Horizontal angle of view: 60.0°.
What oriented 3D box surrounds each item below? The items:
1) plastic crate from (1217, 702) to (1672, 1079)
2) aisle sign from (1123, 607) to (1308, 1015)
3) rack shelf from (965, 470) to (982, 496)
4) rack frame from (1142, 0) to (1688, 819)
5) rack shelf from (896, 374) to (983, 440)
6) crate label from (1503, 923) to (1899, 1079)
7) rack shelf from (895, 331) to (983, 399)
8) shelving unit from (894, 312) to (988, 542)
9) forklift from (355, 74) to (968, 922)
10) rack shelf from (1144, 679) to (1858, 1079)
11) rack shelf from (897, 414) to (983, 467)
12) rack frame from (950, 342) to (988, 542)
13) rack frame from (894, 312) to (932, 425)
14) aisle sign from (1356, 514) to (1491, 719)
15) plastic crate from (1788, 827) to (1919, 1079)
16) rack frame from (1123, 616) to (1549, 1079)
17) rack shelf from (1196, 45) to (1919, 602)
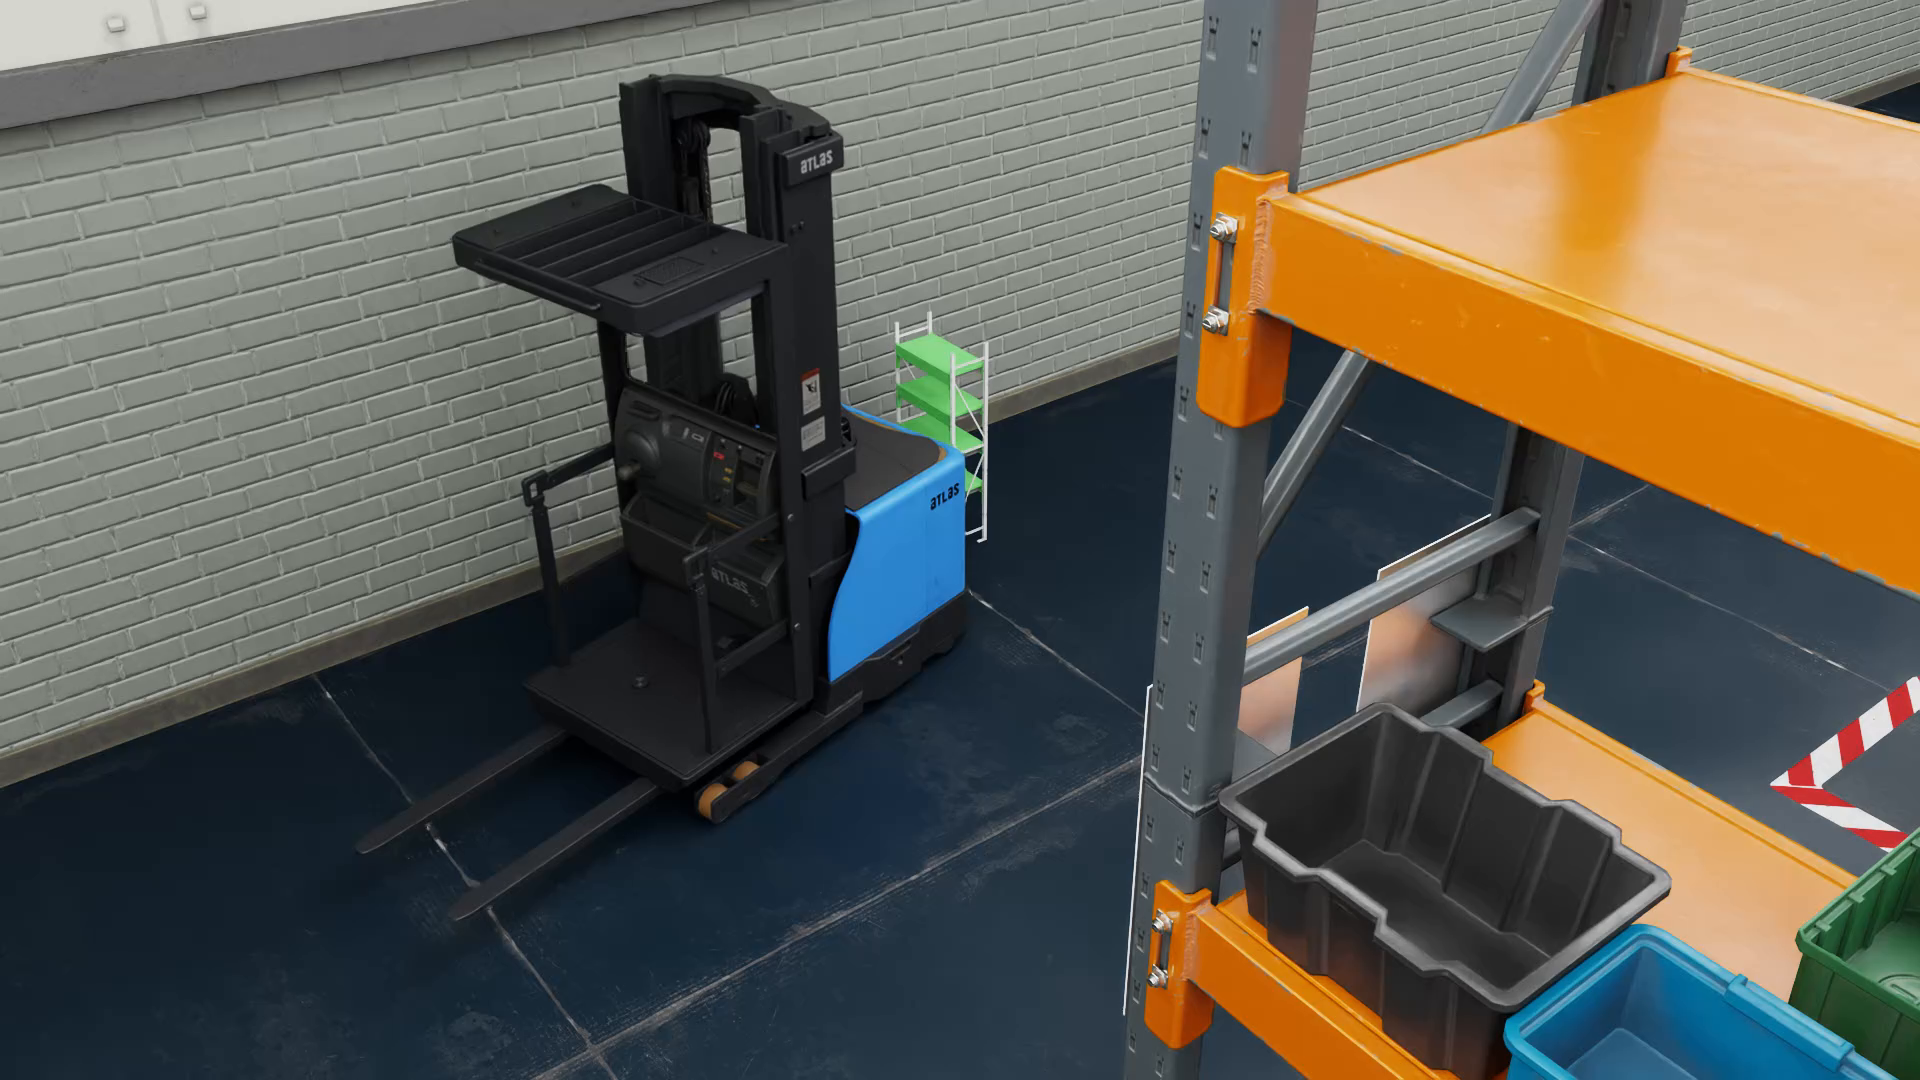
[{"bbox_3d":[0.767,0.589,2.739,0.497,0.269,0.590,-22,38,-31],"label":"plastic crate"},{"bbox_3d":[0.472,0.519,3.107,0.394,0.787,0.004,-22,38,-31],"label":"aisle sign"},{"bbox_3d":[-0.101,-0.321,9.205,0.258,0.148,0.480,-22,38,-31],"label":"rack shelf"},{"bbox_3d":[0.751,-0.991,2.317,1.000,3.000,0.127,-22,38,-31],"label":"rack frame"},{"bbox_3d":[-0.101,-0.728,8.952,0.258,0.148,0.480,-22,38,-31],"label":"rack shelf"},{"bbox_3d":[1.061,0.835,2.360,0.408,0.251,0.502,-22,38,-31],"label":"crate label"},{"bbox_3d":[-0.101,-0.932,8.825,0.258,0.148,0.480,-22,38,-31],"label":"rack shelf"},{"bbox_3d":[-0.101,-0.579,9.045,0.258,1.200,0.503,-22,38,-31],"label":"shelving unit"},{"bbox_3d":[-1.272,-0.311,6.972,1.130,2.935,3.031,23,39,32],"label":"forklift"},{"bbox_3d":[1.977,1.422,1.956,1.077,0.370,4.000,-22,38,-31],"label":"rack shelf"},{"bbox_3d":[-0.101,-0.524,9.078,0.258,0.148,0.480,-22,38,-31],"label":"rack shelf"},{"bbox_3d":[0.048,-0.477,8.881,0.240,1.200,0.015,-22,38,-31],"label":"rack frame"},{"bbox_3d":[-0.251,-0.680,9.208,0.240,1.200,0.015,-22,38,-31],"label":"rack frame"},{"bbox_3d":[0.938,0.328,3.414,0.394,0.787,0.004,-22,38,-31],"label":"aisle sign"},{"bbox_3d":[1.581,0.692,2.651,0.450,0.188,0.336,-22,38,-31],"label":"plastic crate"},{"bbox_3d":[0.751,1.557,3.899,1.000,3.000,0.127,-22,38,-31],"label":"rack frame"},{"bbox_3d":[1.977,0.318,1.270,1.077,0.370,4.000,-22,38,-31],"label":"rack shelf"}]
